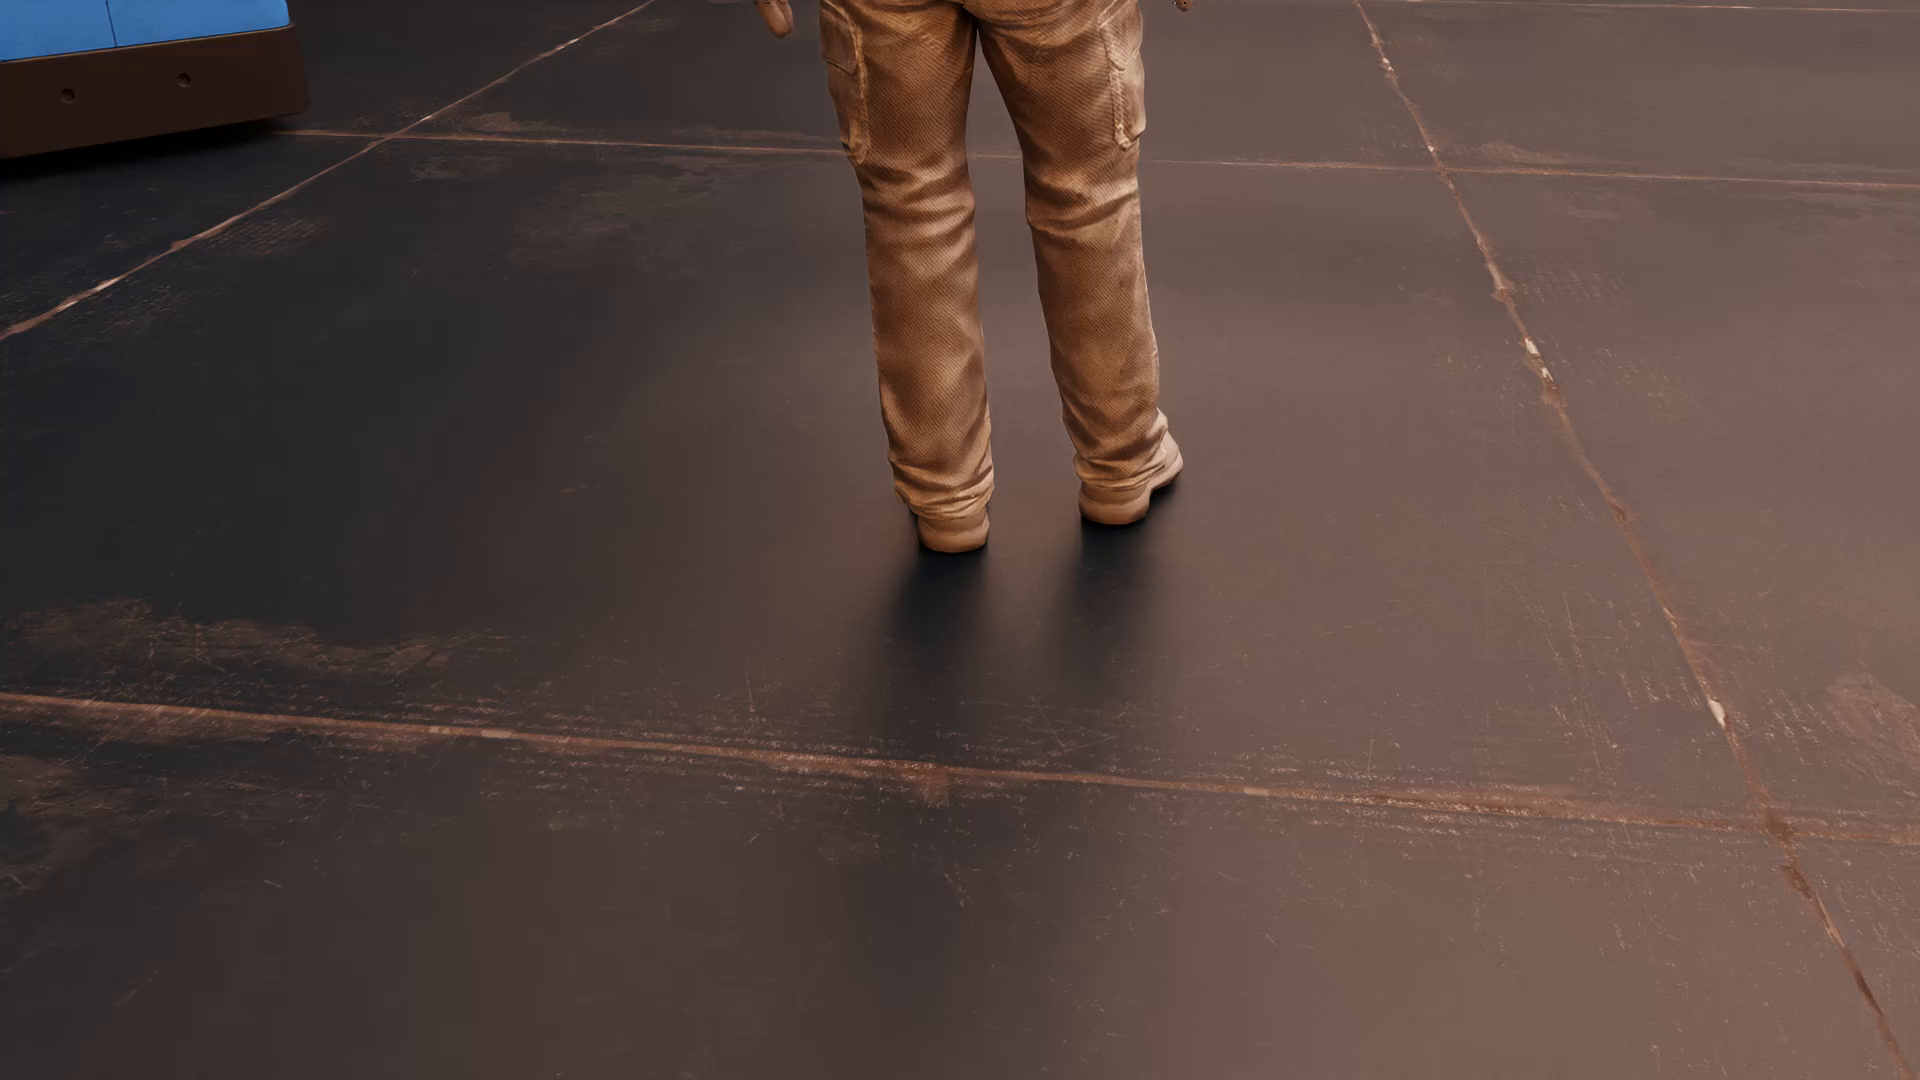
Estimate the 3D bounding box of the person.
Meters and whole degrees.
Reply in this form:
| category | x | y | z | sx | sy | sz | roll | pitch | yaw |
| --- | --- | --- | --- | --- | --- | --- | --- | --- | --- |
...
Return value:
| category | x | y | z | sx | sy | sz | roll | pitch | yaw |
| --- | --- | --- | --- | --- | --- | --- | --- | --- | --- |
| person | 0.017 | -0.836 | 2.162 | 0.656 | 1.784 | 0.575 | 3 | 27 | 7 |

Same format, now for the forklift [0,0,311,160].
| category | x | y | z | sx | sy | sz | roll | pitch | yaw |
| --- | --- | --- | --- | --- | --- | --- | --- | --- | --- |
| forklift | -3.284 | -2.829 | 4.887 | 1.130 | 2.935 | 3.031 | -23 | 35 | -38 |
